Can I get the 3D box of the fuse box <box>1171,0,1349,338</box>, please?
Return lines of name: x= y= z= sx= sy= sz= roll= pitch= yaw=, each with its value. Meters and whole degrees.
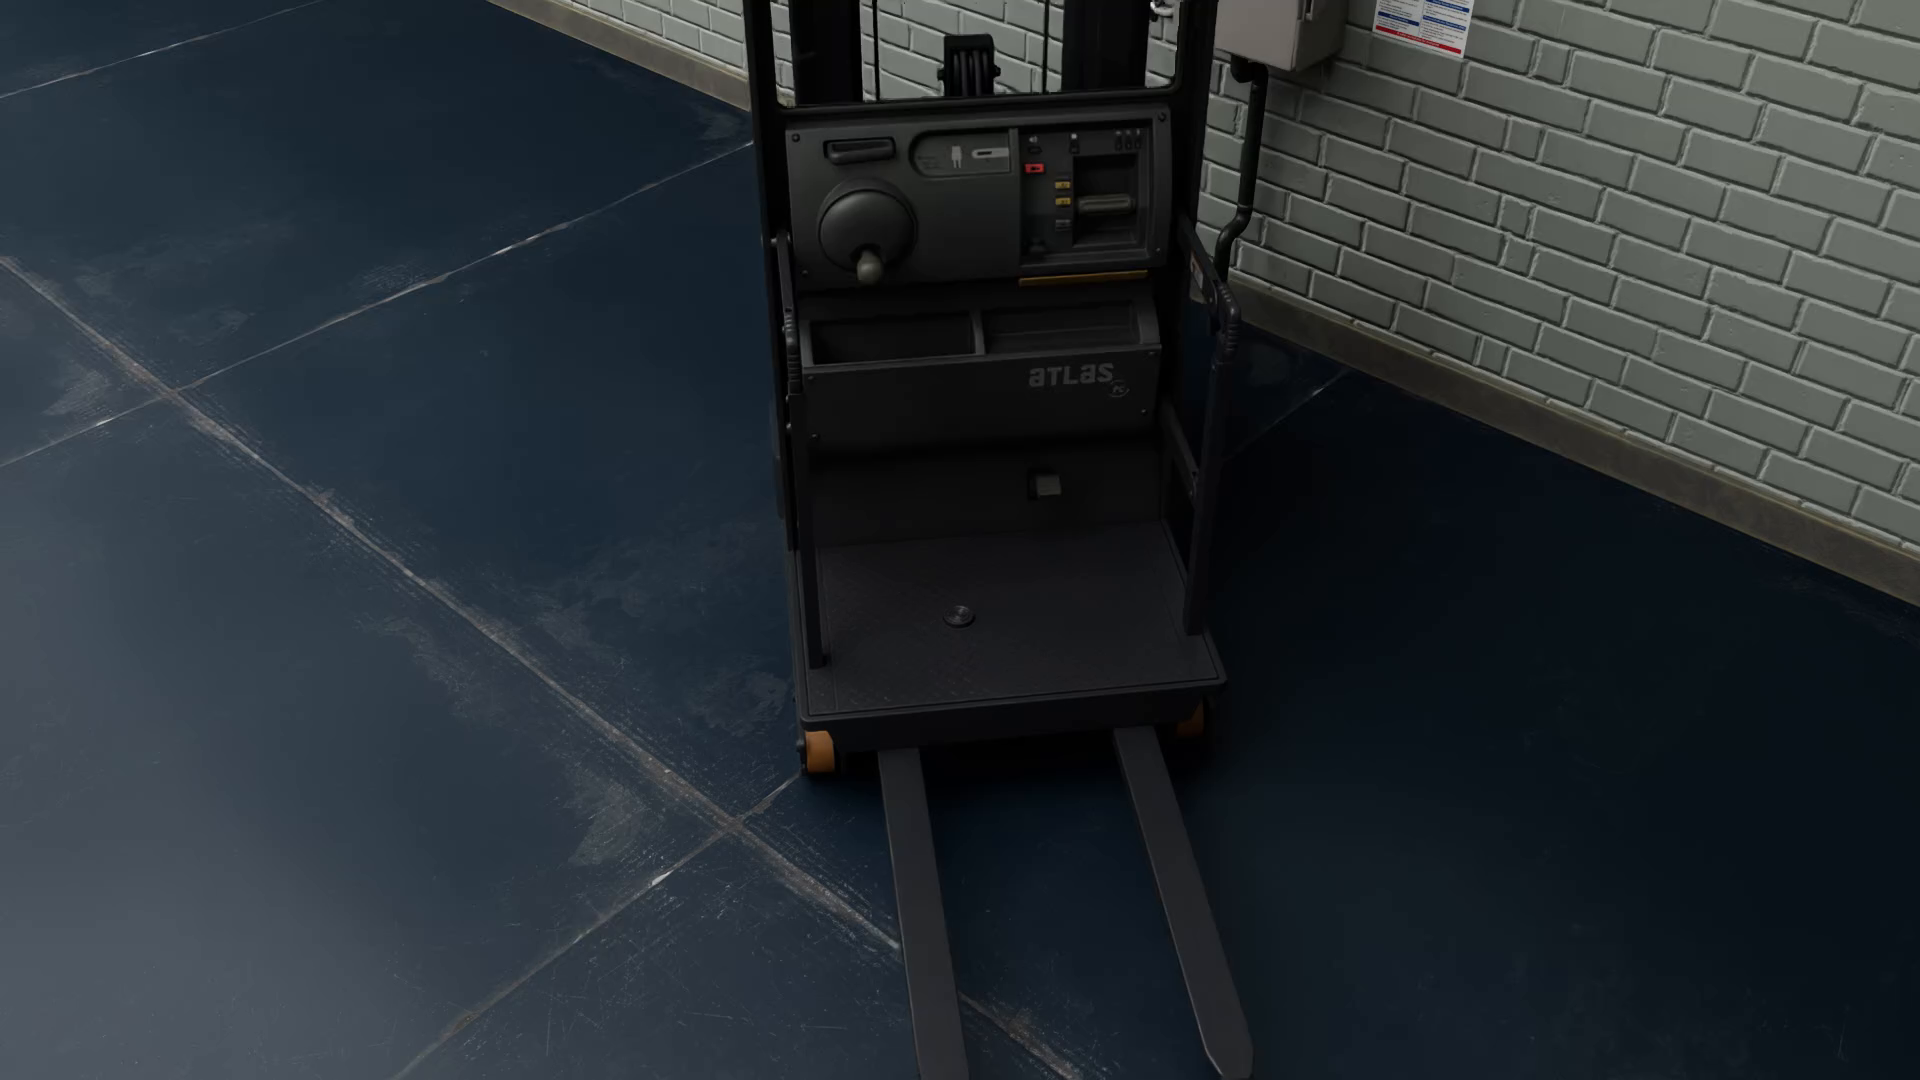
fuse box: x=0.950 y=-1.416 z=5.656 sx=0.539 sy=1.711 sz=0.414 roll=30 pitch=47 yaw=32

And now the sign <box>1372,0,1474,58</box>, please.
sign: x=1.455 y=-1.771 z=5.143 sx=0.329 sy=0.494 sz=0.001 roll=30 pitch=47 yaw=32

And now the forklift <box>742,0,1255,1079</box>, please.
forklift: x=0.083 y=-0.755 z=3.845 sx=1.130 sy=2.935 sz=3.031 roll=-5 pitch=39 yaw=-6

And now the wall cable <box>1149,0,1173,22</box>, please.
wall cable: x=0.553 y=-2.677 z=5.390 sx=0.588 sy=1.984 sz=0.122 roll=30 pitch=47 yaw=32
